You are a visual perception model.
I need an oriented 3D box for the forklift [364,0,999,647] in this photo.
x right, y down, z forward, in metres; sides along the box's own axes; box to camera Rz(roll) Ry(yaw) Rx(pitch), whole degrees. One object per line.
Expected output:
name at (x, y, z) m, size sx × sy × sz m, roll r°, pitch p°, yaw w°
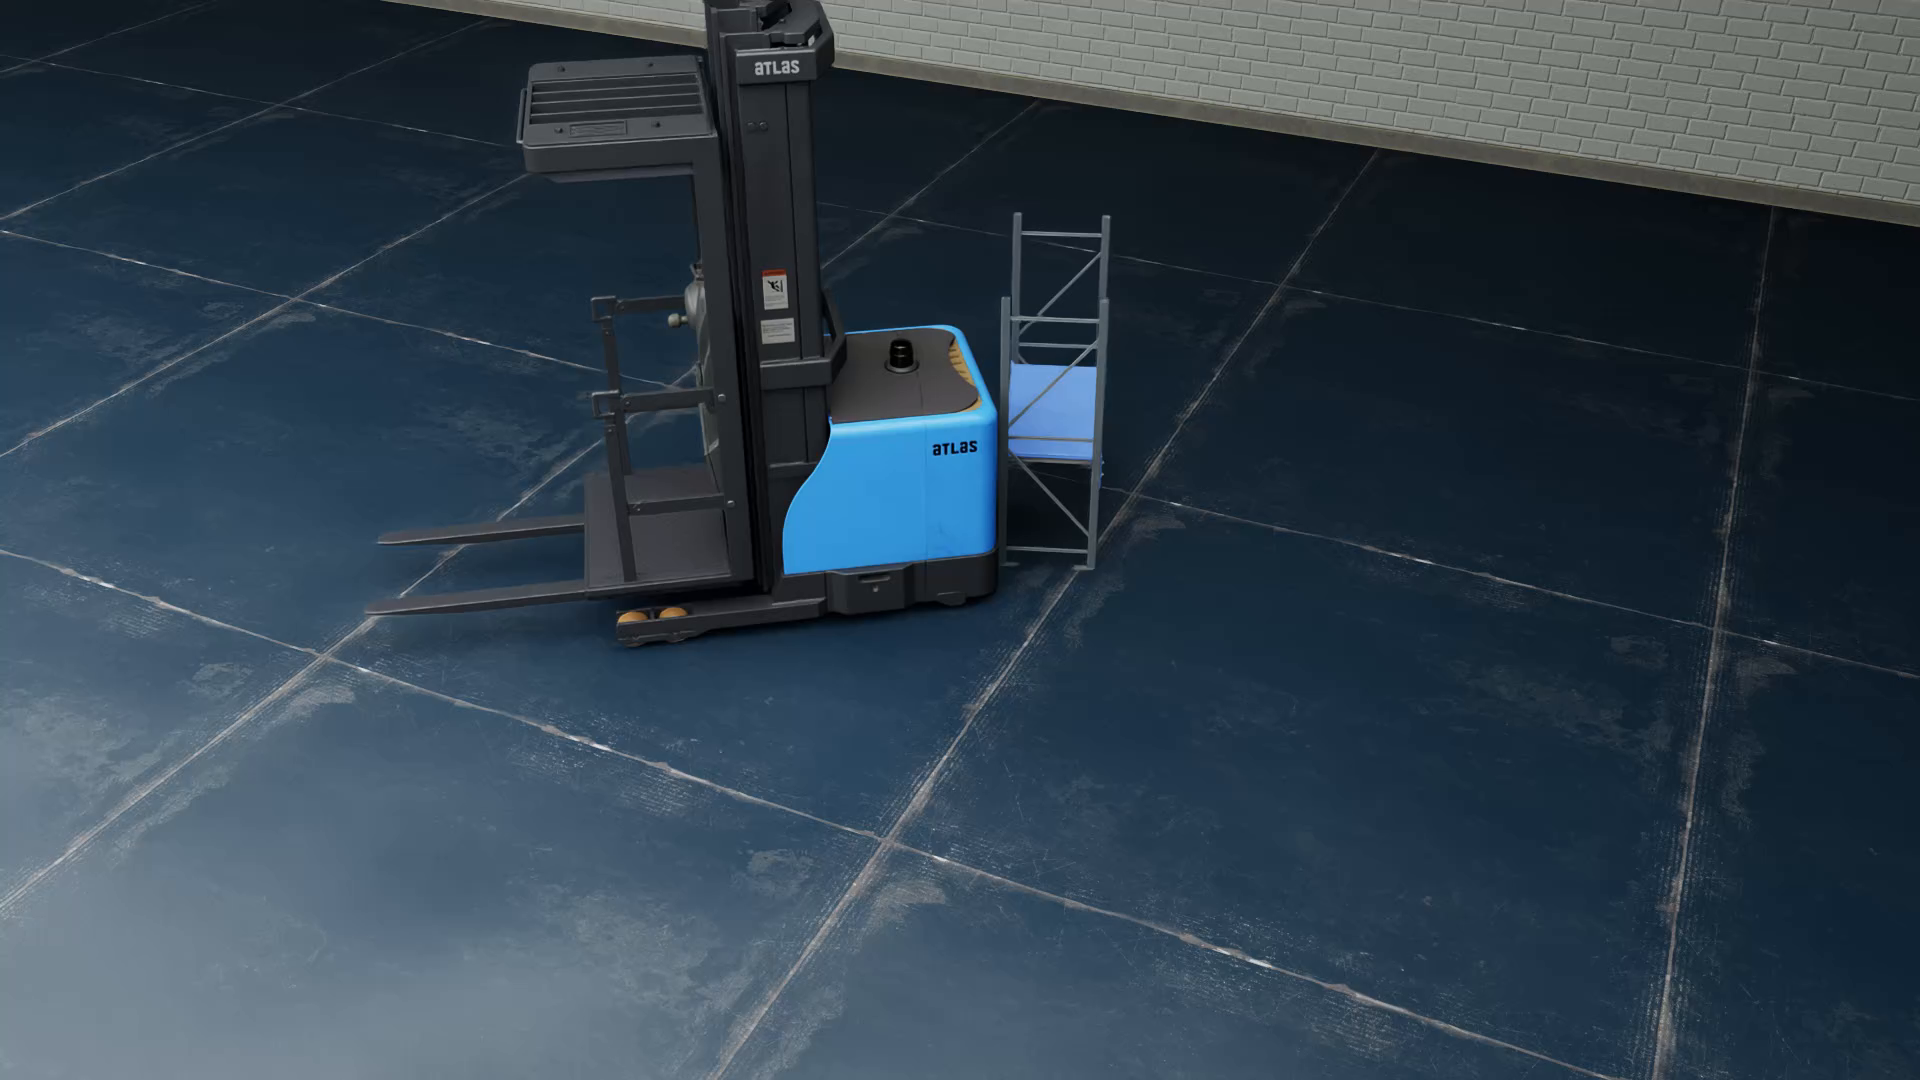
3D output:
forklift at (-1.378, -1.030, 7.648) m, size 3.031 × 2.935 × 1.130 m, roll -6°, pitch 34°, yaw -9°

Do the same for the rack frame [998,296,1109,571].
rack frame at (0.442, -0.491, 8.130) m, size 0.500 × 1.500 × 0.032 m, roll 3°, pitch 33°, yaw 4°

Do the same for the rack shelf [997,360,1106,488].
rack shelf at (0.484, -0.618, 8.653) m, size 0.538 × 0.185 × 1.000 m, roll 3°, pitch 33°, yaw 4°

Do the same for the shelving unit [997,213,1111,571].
shelving unit at (0.484, -0.768, 8.554) m, size 0.538 × 1.500 × 1.048 m, roll 3°, pitch 33°, yaw 4°

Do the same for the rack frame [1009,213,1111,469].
rack frame at (0.526, -1.046, 8.978) m, size 0.500 × 1.500 × 0.032 m, roll 3°, pitch 33°, yaw 4°
